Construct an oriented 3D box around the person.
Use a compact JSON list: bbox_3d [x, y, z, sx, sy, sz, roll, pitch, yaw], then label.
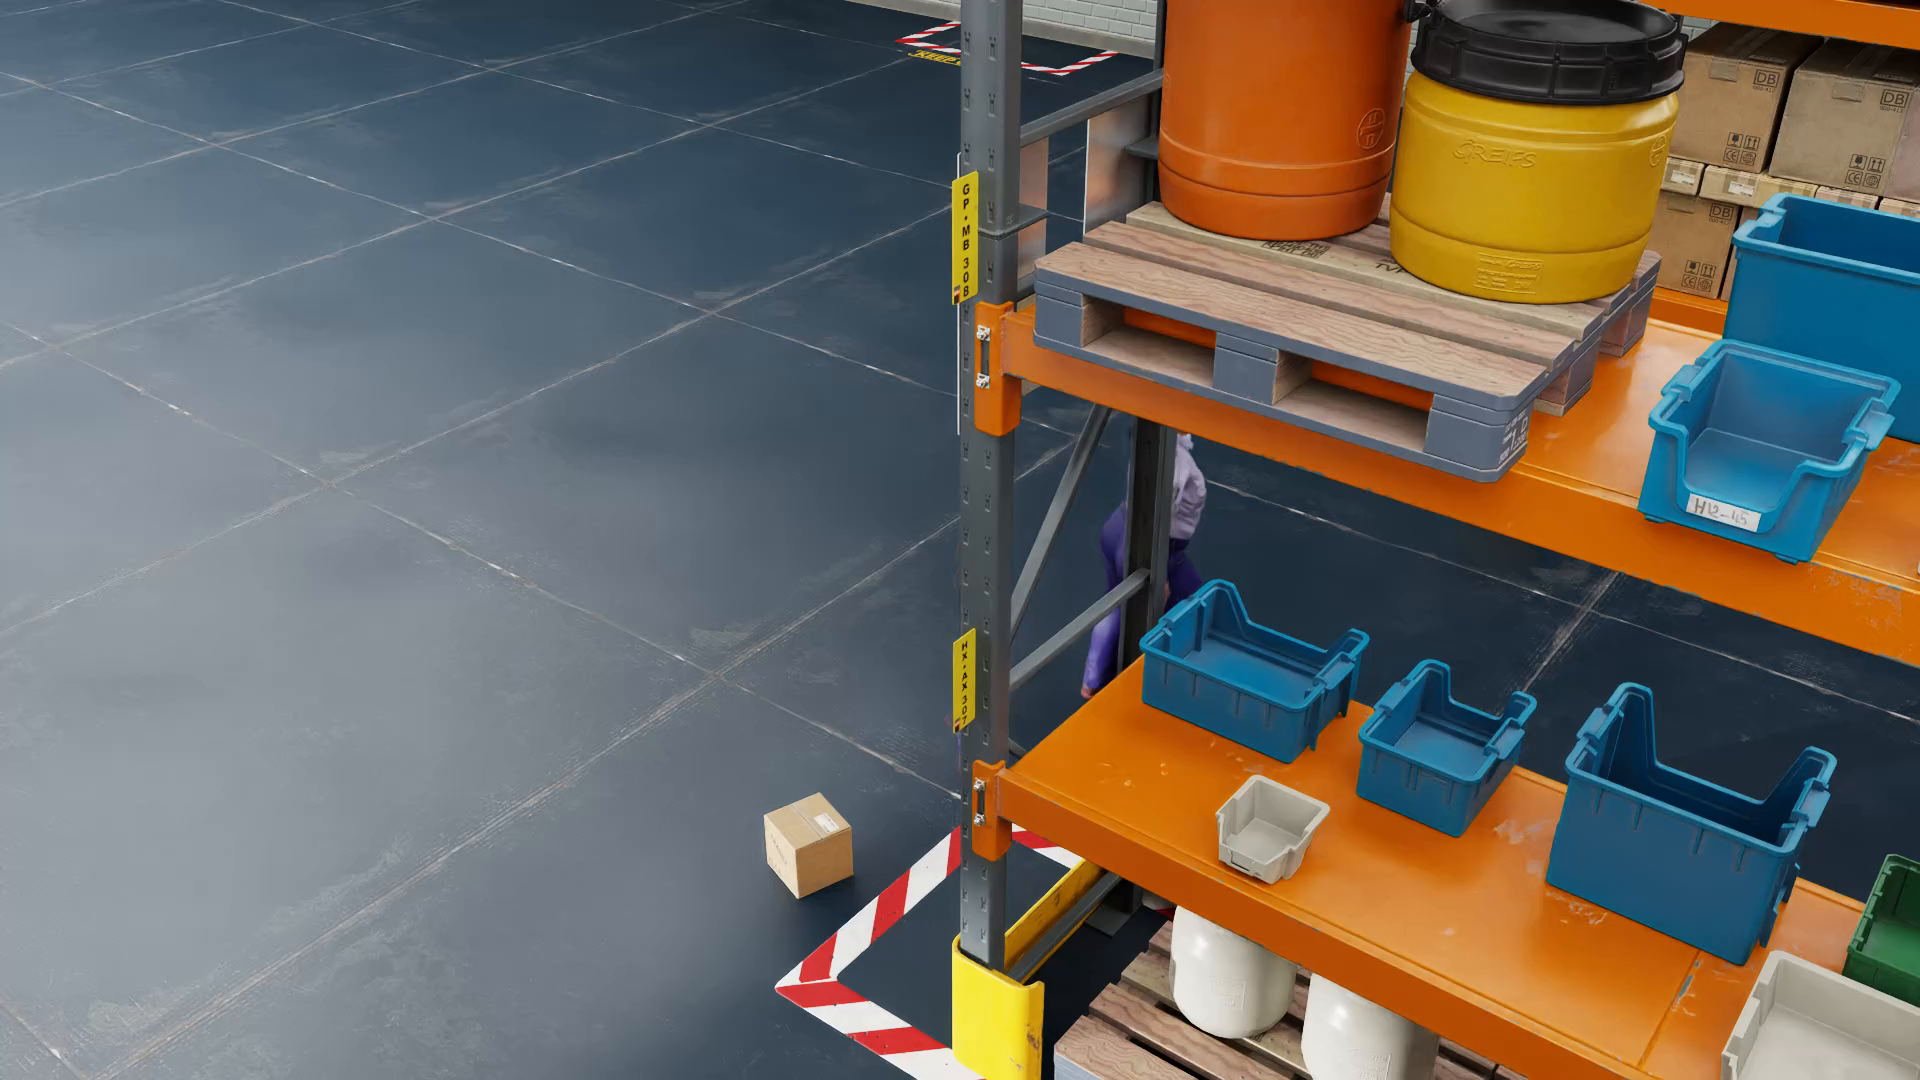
[{"bbox_3d":[0.824,0.077,7.054,0.503,1.683,0.530,-7,32,-11],"label":"person"}]
